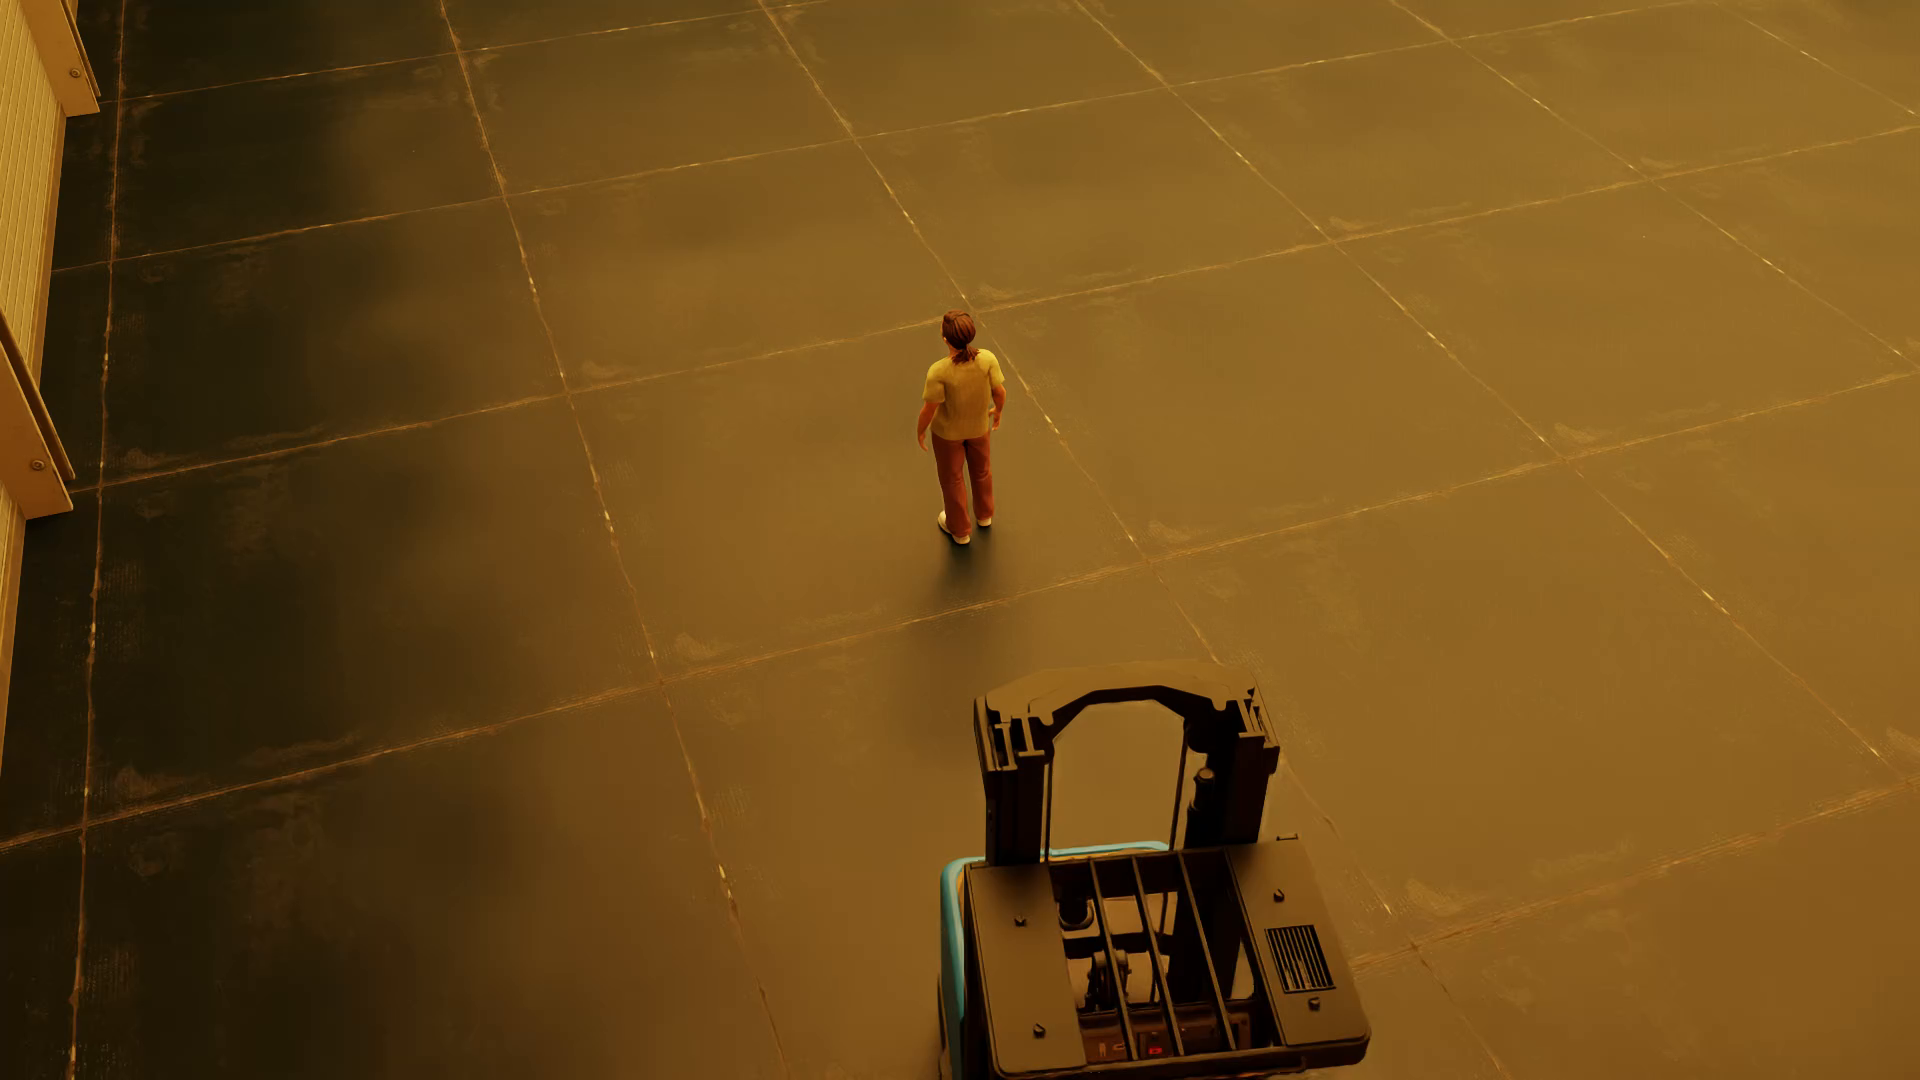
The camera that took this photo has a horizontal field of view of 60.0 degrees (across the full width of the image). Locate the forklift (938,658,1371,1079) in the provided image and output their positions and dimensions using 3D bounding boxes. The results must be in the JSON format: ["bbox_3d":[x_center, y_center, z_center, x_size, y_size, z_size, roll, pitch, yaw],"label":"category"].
[{"bbox_3d":[0.586,1.953,5.671,1.130,2.935,3.031,-4,40,-5],"label":"forklift"}]

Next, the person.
[{"bbox_3d":[-0.014,-0.695,9.789,0.553,1.673,0.548,-13,42,-15],"label":"person"}]
